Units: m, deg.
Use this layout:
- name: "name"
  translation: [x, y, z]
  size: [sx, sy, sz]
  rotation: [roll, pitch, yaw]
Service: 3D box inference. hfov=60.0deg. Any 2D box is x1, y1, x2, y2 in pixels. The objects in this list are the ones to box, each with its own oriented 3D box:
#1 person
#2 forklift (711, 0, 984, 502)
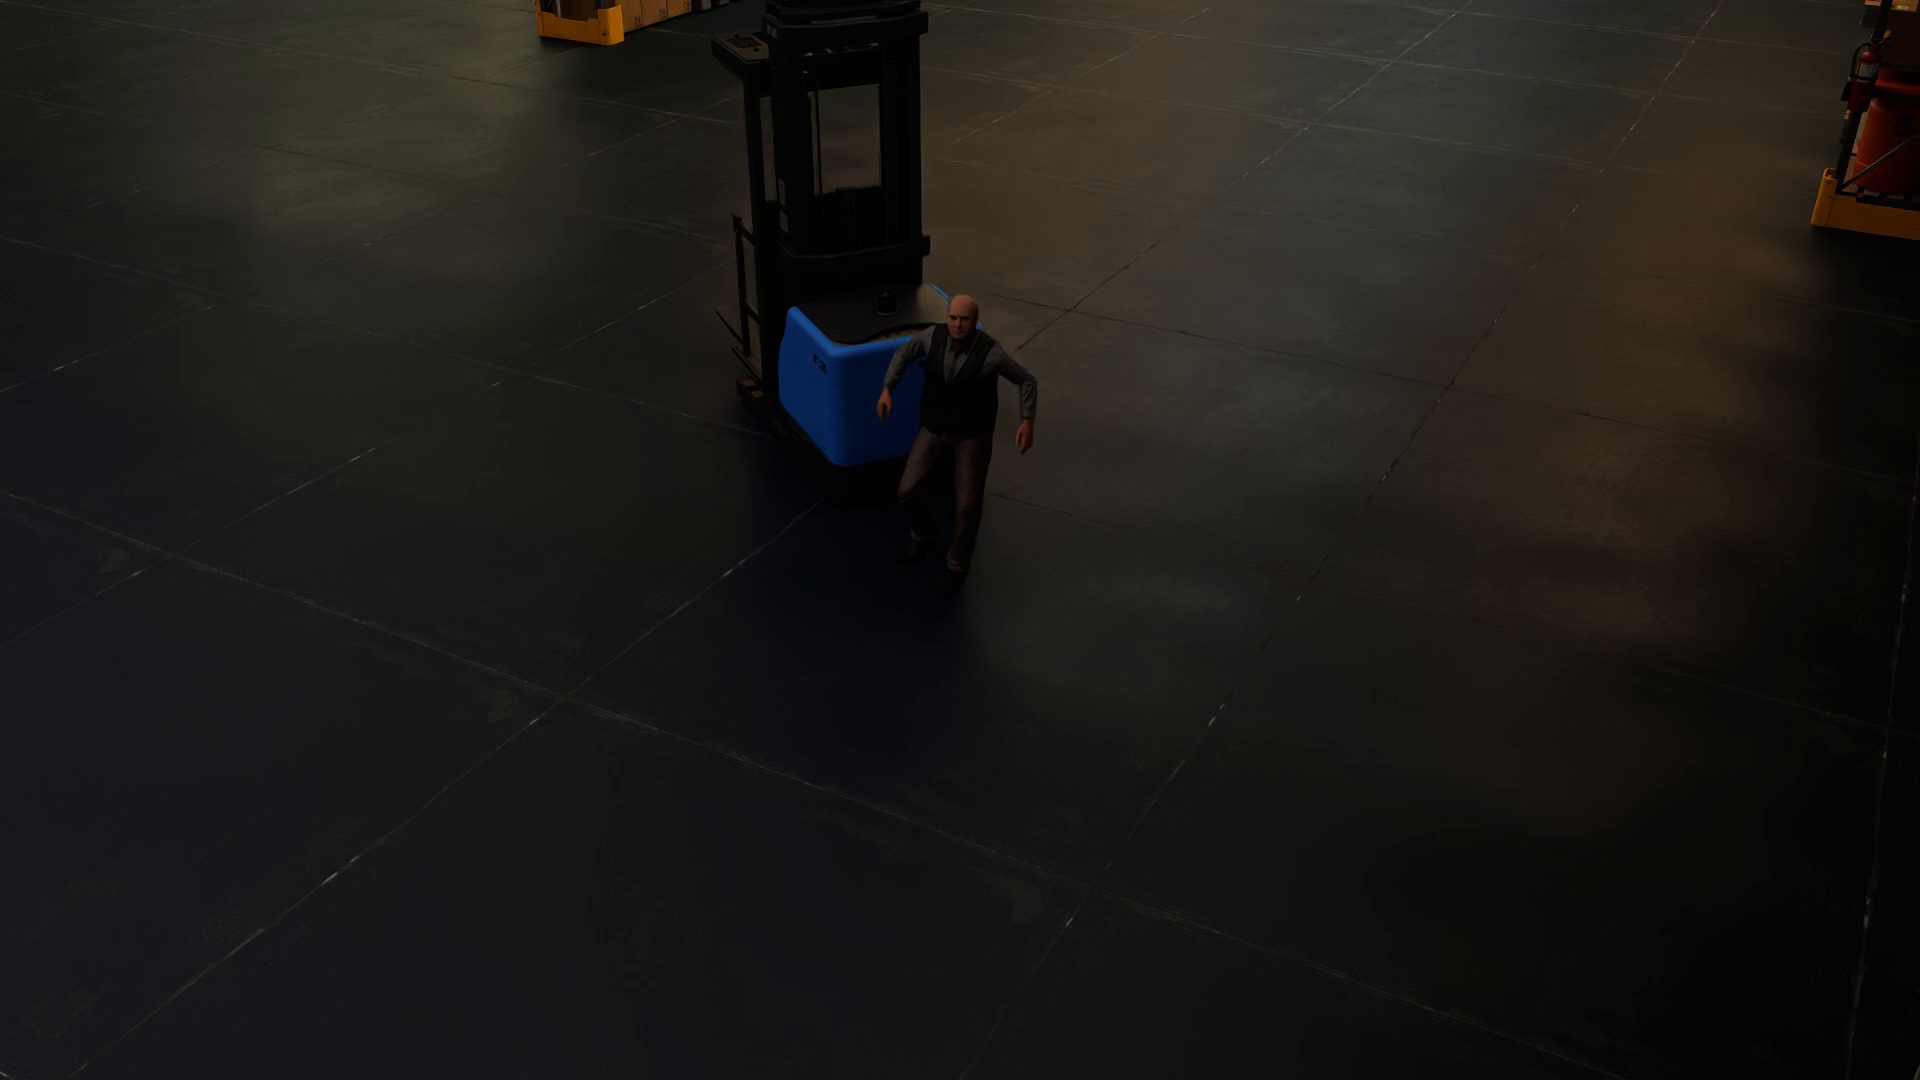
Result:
- name: "person"
  translation: [-0.065, -0.545, 9.332]
  size: [0.930, 1.662, 0.716]
  rotation: [12, 32, 20]
- name: "forklift"
  translation: [-0.914, -2.223, 10.922]
  size: [1.130, 2.935, 3.031]
  rotation: [-13, 32, -21]
